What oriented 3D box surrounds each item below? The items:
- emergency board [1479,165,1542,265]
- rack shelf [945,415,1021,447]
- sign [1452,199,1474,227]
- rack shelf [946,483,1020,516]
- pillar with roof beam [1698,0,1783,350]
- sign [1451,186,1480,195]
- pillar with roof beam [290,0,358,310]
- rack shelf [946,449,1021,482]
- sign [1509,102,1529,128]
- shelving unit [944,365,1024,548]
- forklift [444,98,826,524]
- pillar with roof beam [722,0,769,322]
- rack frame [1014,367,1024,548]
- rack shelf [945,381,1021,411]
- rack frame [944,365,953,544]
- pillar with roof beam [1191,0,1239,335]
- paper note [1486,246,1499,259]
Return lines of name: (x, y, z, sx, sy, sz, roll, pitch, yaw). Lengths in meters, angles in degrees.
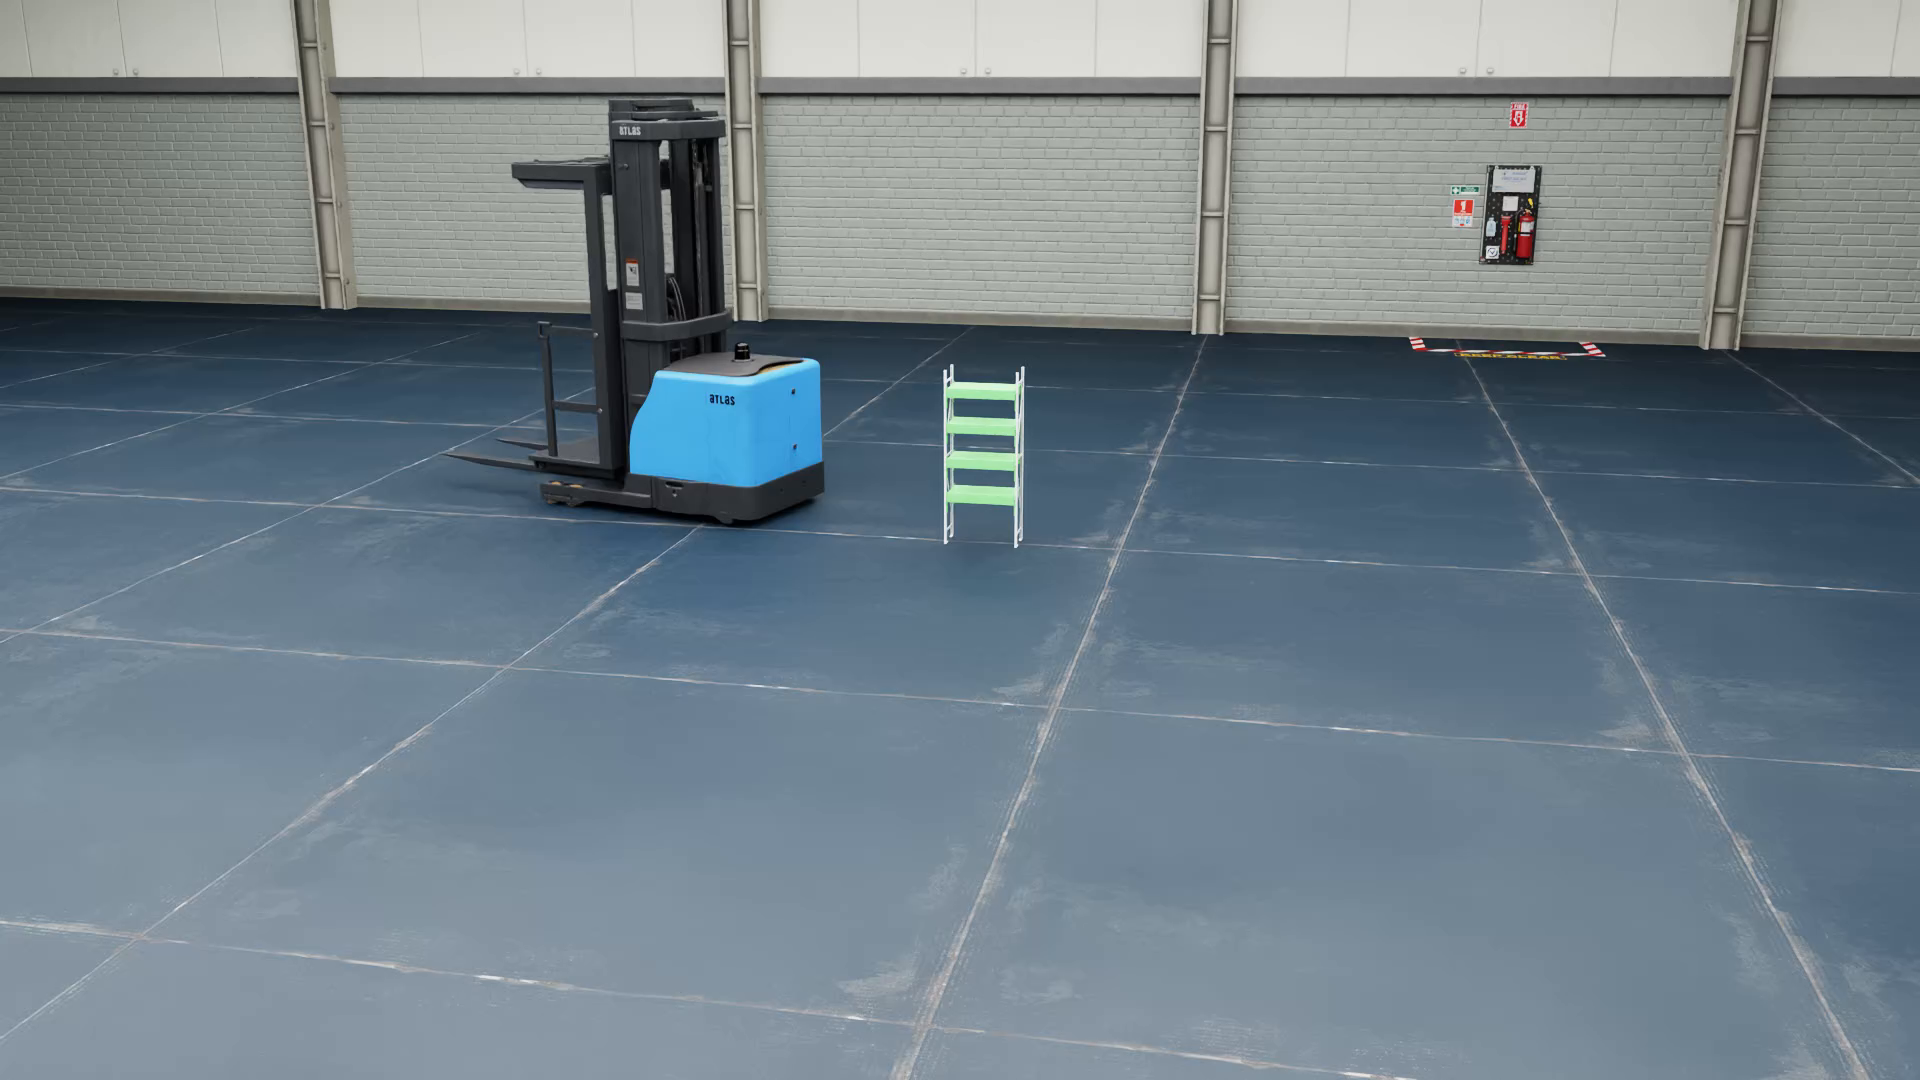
emergency board: (6.581, -3.867, 19.834, 0.643, 1.169, 0.194, 3, 16, 11)
rack shelf: (0.162, -0.739, 11.253, 0.480, 0.148, 0.258, 3, 16, 11)
sign: (6.060, -3.941, 20.033, 0.234, 0.329, 0.001, 3, 16, 11)
rack shelf: (0.162, -0.277, 11.381, 0.480, 0.148, 0.258, 3, 16, 11)
pillar with roof beam: (8.138, -5.491, 14.457, 0.400, 9.000, 9.100, 3, 16, 11)
sign: (6.063, -4.194, 19.953, 0.331, 0.109, 0.001, 3, 16, 11)
pillar with roof beam: (-9.501, -6.448, 17.914, 0.400, 9.000, 9.100, 3, 16, 11)
rack shelf: (0.162, -0.508, 11.317, 0.480, 0.148, 0.258, 3, 16, 11)
sign: (6.593, -5.011, 19.620, 0.199, 0.298, 0.001, 3, 16, 11)
shelving unit: (0.162, -0.569, 11.300, 0.503, 1.200, 0.258, 3, 16, 11)
forklift: (-2.567, -1.776, 12.413, 3.031, 2.935, 1.130, 8, 17, 25)
pillar with roof beam: (-3.622, -6.129, 16.761, 0.400, 9.000, 9.100, 3, 16, 11)
rack frame: (0.401, -0.556, 11.253, 0.015, 1.200, 0.240, 3, 16, 11)
rack shelf: (0.162, -0.970, 11.189, 0.480, 0.148, 0.258, 3, 16, 11)
rack frame: (-0.077, -0.582, 11.347, 0.015, 1.200, 0.240, 3, 16, 11)
pillar with roof beam: (2.258, -5.810, 15.609, 0.400, 9.000, 9.100, 3, 16, 11)
paper note: (6.422, -3.470, 20.051, 0.142, 0.148, 0.016, 3, 16, 11)
